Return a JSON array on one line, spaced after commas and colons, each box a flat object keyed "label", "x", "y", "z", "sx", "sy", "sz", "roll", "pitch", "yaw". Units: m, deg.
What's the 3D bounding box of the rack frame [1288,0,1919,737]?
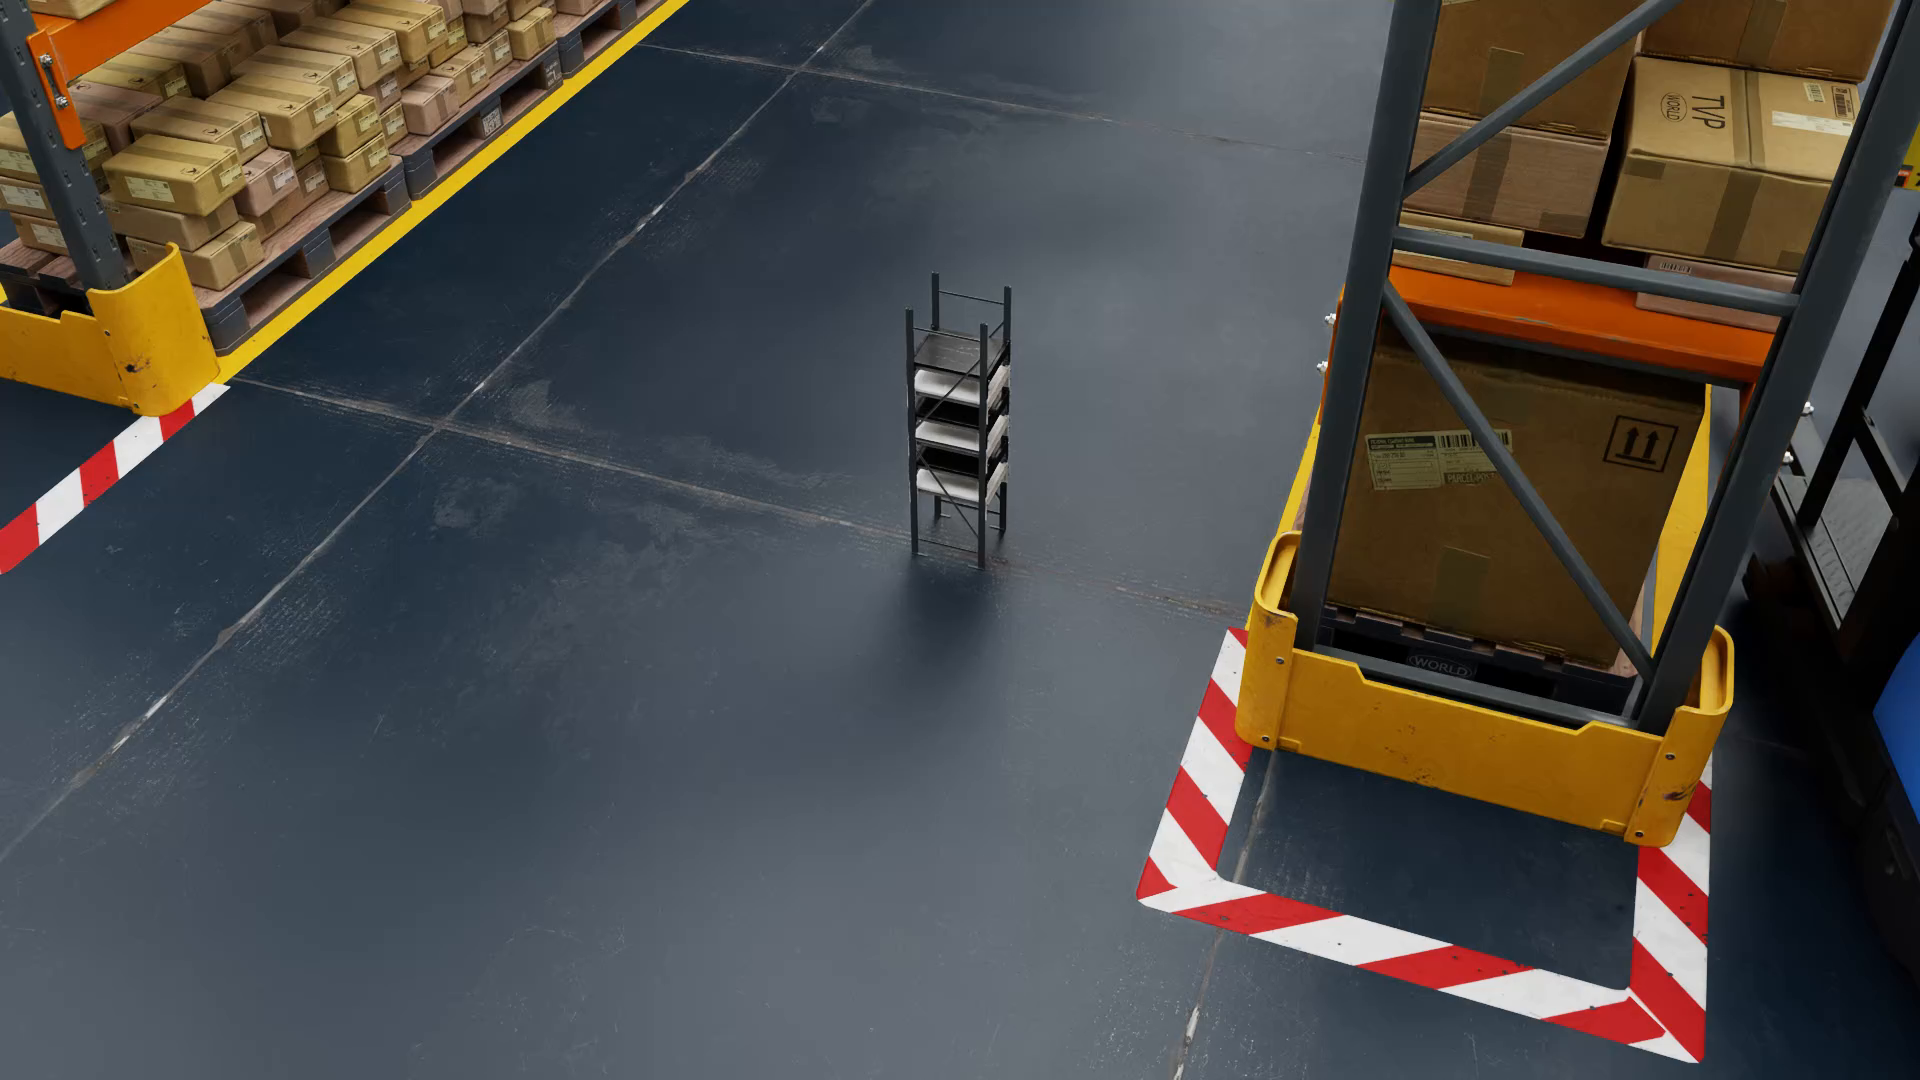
[{"label": "rack frame", "x": 1.363, "y": -0.579, "z": 3.617, "sx": 1.000, "sy": 3.000, "sz": 0.127, "roll": 13, "pitch": 42, "yaw": 15}]

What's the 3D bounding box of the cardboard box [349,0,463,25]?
[{"label": "cardboard box", "x": -2.338, "y": -2.269, "z": 7.012, "sx": 0.380, "sy": 0.149, "sz": 0.250, "roll": 13, "pitch": 42, "yaw": 15}]

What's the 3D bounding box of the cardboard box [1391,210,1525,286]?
[{"label": "cardboard box", "x": 1.175, "y": -0.773, "z": 4.039, "sx": 0.380, "sy": 0.149, "sz": 0.250, "roll": 14, "pitch": 42, "yaw": 16}]

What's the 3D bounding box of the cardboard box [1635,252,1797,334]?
[{"label": "cardboard box", "x": 1.794, "y": -0.626, "z": 3.867, "sx": 0.380, "sy": 0.149, "sz": 0.250, "roll": 14, "pitch": 42, "yaw": 16}]

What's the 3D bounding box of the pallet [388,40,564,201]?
[{"label": "pallet", "x": -2.508, "y": -1.956, "z": 7.380, "sx": 1.003, "sy": 0.211, "sz": 1.213, "roll": 13, "pitch": 42, "yaw": 15}]

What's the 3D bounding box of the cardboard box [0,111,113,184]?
[{"label": "cardboard box", "x": -3.321, "y": -1.422, "z": 6.020, "sx": 0.380, "sy": 0.149, "sz": 0.250, "roll": 14, "pitch": 42, "yaw": 16}]

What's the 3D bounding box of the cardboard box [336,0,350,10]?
[{"label": "cardboard box", "x": -2.767, "y": -2.371, "z": 7.132, "sx": 0.380, "sy": 0.149, "sz": 0.250, "roll": 13, "pitch": 42, "yaw": 15}]

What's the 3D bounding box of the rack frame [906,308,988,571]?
[{"label": "rack frame", "x": -0.038, "y": -0.275, "z": 4.879, "sx": 0.240, "sy": 0.900, "sz": 0.006, "roll": 13, "pitch": 42, "yaw": 15}]

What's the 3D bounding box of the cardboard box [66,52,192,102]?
[{"label": "cardboard box", "x": -3.212, "y": -1.749, "z": 6.403, "sx": 0.380, "sy": 0.149, "sz": 0.250, "roll": 12, "pitch": 42, "yaw": 14}]

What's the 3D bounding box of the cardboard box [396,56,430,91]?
[{"label": "cardboard box", "x": -2.451, "y": -2.006, "z": 6.933, "sx": 0.380, "sy": 0.149, "sz": 0.250, "roll": 15, "pitch": 43, "yaw": 17}]

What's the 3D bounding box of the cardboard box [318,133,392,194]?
[{"label": "cardboard box", "x": -2.502, "y": -1.527, "z": 6.602, "sx": 0.380, "sy": 0.149, "sz": 0.250, "roll": 14, "pitch": 42, "yaw": 16}]

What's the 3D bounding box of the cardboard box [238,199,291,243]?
[{"label": "cardboard box", "x": -2.771, "y": -1.243, "z": 6.269, "sx": 0.380, "sy": 0.149, "sz": 0.250, "roll": 13, "pitch": 42, "yaw": 15}]

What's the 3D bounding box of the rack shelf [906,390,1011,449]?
[{"label": "rack shelf", "x": -0.003, "y": -0.381, "z": 4.915, "sx": 0.258, "sy": 0.077, "sz": 0.200, "roll": 13, "pitch": 42, "yaw": 15}]

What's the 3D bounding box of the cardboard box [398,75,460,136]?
[{"label": "cardboard box", "x": -2.338, "y": -1.837, "z": 6.965, "sx": 0.380, "sy": 0.149, "sz": 0.250, "roll": 11, "pitch": 42, "yaw": 13}]

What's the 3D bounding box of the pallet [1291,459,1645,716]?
[{"label": "pallet", "x": 1.563, "y": -0.023, "z": 5.114, "sx": 1.003, "sy": 0.211, "sz": 1.213, "roll": 13, "pitch": 42, "yaw": 15}]

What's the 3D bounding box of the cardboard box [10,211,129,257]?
[{"label": "cardboard box", "x": -3.280, "y": -1.184, "z": 6.199, "sx": 0.380, "sy": 0.149, "sz": 0.250, "roll": 14, "pitch": 42, "yaw": 16}]

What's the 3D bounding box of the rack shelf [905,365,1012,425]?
[{"label": "rack shelf", "x": -0.003, "y": -0.449, "z": 4.857, "sx": 0.258, "sy": 0.077, "sz": 0.200, "roll": 13, "pitch": 42, "yaw": 15}]

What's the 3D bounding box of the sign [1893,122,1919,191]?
[{"label": "sign", "x": 1.882, "y": -0.811, "z": 3.162, "sx": 0.100, "sy": 0.325, "sz": 0.005, "roll": 13, "pitch": 42, "yaw": 15}]

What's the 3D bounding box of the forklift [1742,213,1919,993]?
[{"label": "forklift", "x": 2.888, "y": -0.694, "z": 3.805, "sx": 1.130, "sy": 2.935, "sz": 3.031, "roll": 4, "pitch": 41, "yaw": 5}]

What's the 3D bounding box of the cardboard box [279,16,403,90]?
[{"label": "cardboard box", "x": -2.467, "y": -1.944, "z": 6.632, "sx": 0.380, "sy": 0.149, "sz": 0.250, "roll": 15, "pitch": 43, "yaw": 17}]

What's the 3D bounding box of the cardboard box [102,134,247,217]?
[{"label": "cardboard box", "x": -2.765, "y": -1.287, "z": 5.862, "sx": 0.380, "sy": 0.149, "sz": 0.250, "roll": 11, "pitch": 42, "yaw": 13}]

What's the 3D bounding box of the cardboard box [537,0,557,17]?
[{"label": "cardboard box", "x": -2.111, "y": -2.492, "z": 7.733, "sx": 0.380, "sy": 0.149, "sz": 0.250, "roll": 12, "pitch": 42, "yaw": 14}]

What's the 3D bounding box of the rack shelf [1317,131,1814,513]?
[{"label": "rack shelf", "x": 2.047, "y": -1.525, "z": 5.281, "sx": 1.077, "sy": 0.370, "sz": 4.000, "roll": 13, "pitch": 42, "yaw": 15}]

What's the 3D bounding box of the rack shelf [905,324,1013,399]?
[{"label": "rack shelf", "x": -0.003, "y": -0.517, "z": 4.799, "sx": 0.258, "sy": 0.077, "sz": 0.200, "roll": 13, "pitch": 42, "yaw": 15}]

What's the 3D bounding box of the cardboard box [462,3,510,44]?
[{"label": "cardboard box", "x": -2.218, "y": -2.322, "z": 7.304, "sx": 0.380, "sy": 0.149, "sz": 0.250, "roll": 11, "pitch": 42, "yaw": 13}]

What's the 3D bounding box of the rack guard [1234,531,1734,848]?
[{"label": "rack guard", "x": 1.354, "y": 0.387, "z": 4.411, "sx": 1.175, "sy": 0.500, "sz": 0.348, "roll": 13, "pitch": 42, "yaw": 15}]

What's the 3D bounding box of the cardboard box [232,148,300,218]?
[{"label": "cardboard box", "x": -2.697, "y": -1.347, "z": 6.161, "sx": 0.380, "sy": 0.149, "sz": 0.250, "roll": 13, "pitch": 42, "yaw": 15}]

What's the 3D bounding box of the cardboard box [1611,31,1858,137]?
[{"label": "cardboard box", "x": 1.952, "y": -1.186, "z": 4.216, "sx": 0.500, "sy": 0.250, "sz": 0.500, "roll": 13, "pitch": 42, "yaw": 15}]

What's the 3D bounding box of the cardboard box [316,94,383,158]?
[{"label": "cardboard box", "x": -2.506, "y": -1.648, "z": 6.514, "sx": 0.380, "sy": 0.149, "sz": 0.250, "roll": 15, "pitch": 43, "yaw": 16}]

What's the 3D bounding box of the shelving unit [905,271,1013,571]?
[{"label": "shelving unit", "x": -0.003, "y": -0.337, "z": 4.952, "sx": 0.258, "sy": 0.900, "sz": 0.210, "roll": 13, "pitch": 42, "yaw": 15}]

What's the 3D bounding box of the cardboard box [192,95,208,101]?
[{"label": "cardboard box", "x": -2.987, "y": -1.773, "z": 6.661, "sx": 0.380, "sy": 0.149, "sz": 0.250, "roll": 13, "pitch": 42, "yaw": 15}]

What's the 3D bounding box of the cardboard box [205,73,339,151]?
[{"label": "cardboard box", "x": -2.578, "y": -1.607, "z": 6.237, "sx": 0.380, "sy": 0.149, "sz": 0.250, "roll": 13, "pitch": 42, "yaw": 15}]

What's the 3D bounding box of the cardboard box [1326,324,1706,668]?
[{"label": "cardboard box", "x": 1.506, "y": -0.338, "z": 4.649, "sx": 0.875, "sy": 0.875, "sz": 0.875, "roll": 13, "pitch": 42, "yaw": 15}]

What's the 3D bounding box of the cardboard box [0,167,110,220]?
[{"label": "cardboard box", "x": -3.351, "y": -1.315, "z": 6.124, "sx": 0.380, "sy": 0.149, "sz": 0.250, "roll": 12, "pitch": 42, "yaw": 14}]

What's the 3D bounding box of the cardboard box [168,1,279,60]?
[{"label": "cardboard box", "x": -3.024, "y": -2.069, "z": 6.778, "sx": 0.380, "sy": 0.149, "sz": 0.250, "roll": 15, "pitch": 43, "yaw": 17}]

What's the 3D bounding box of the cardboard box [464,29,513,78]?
[{"label": "cardboard box", "x": -2.216, "y": -2.166, "z": 7.350, "sx": 0.380, "sy": 0.149, "sz": 0.250, "roll": 14, "pitch": 42, "yaw": 16}]

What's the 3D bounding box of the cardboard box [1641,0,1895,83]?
[{"label": "cardboard box", "x": 1.952, "y": -1.458, "z": 3.956, "sx": 0.500, "sy": 0.500, "sz": 0.500, "roll": 12, "pitch": 42, "yaw": 14}]
